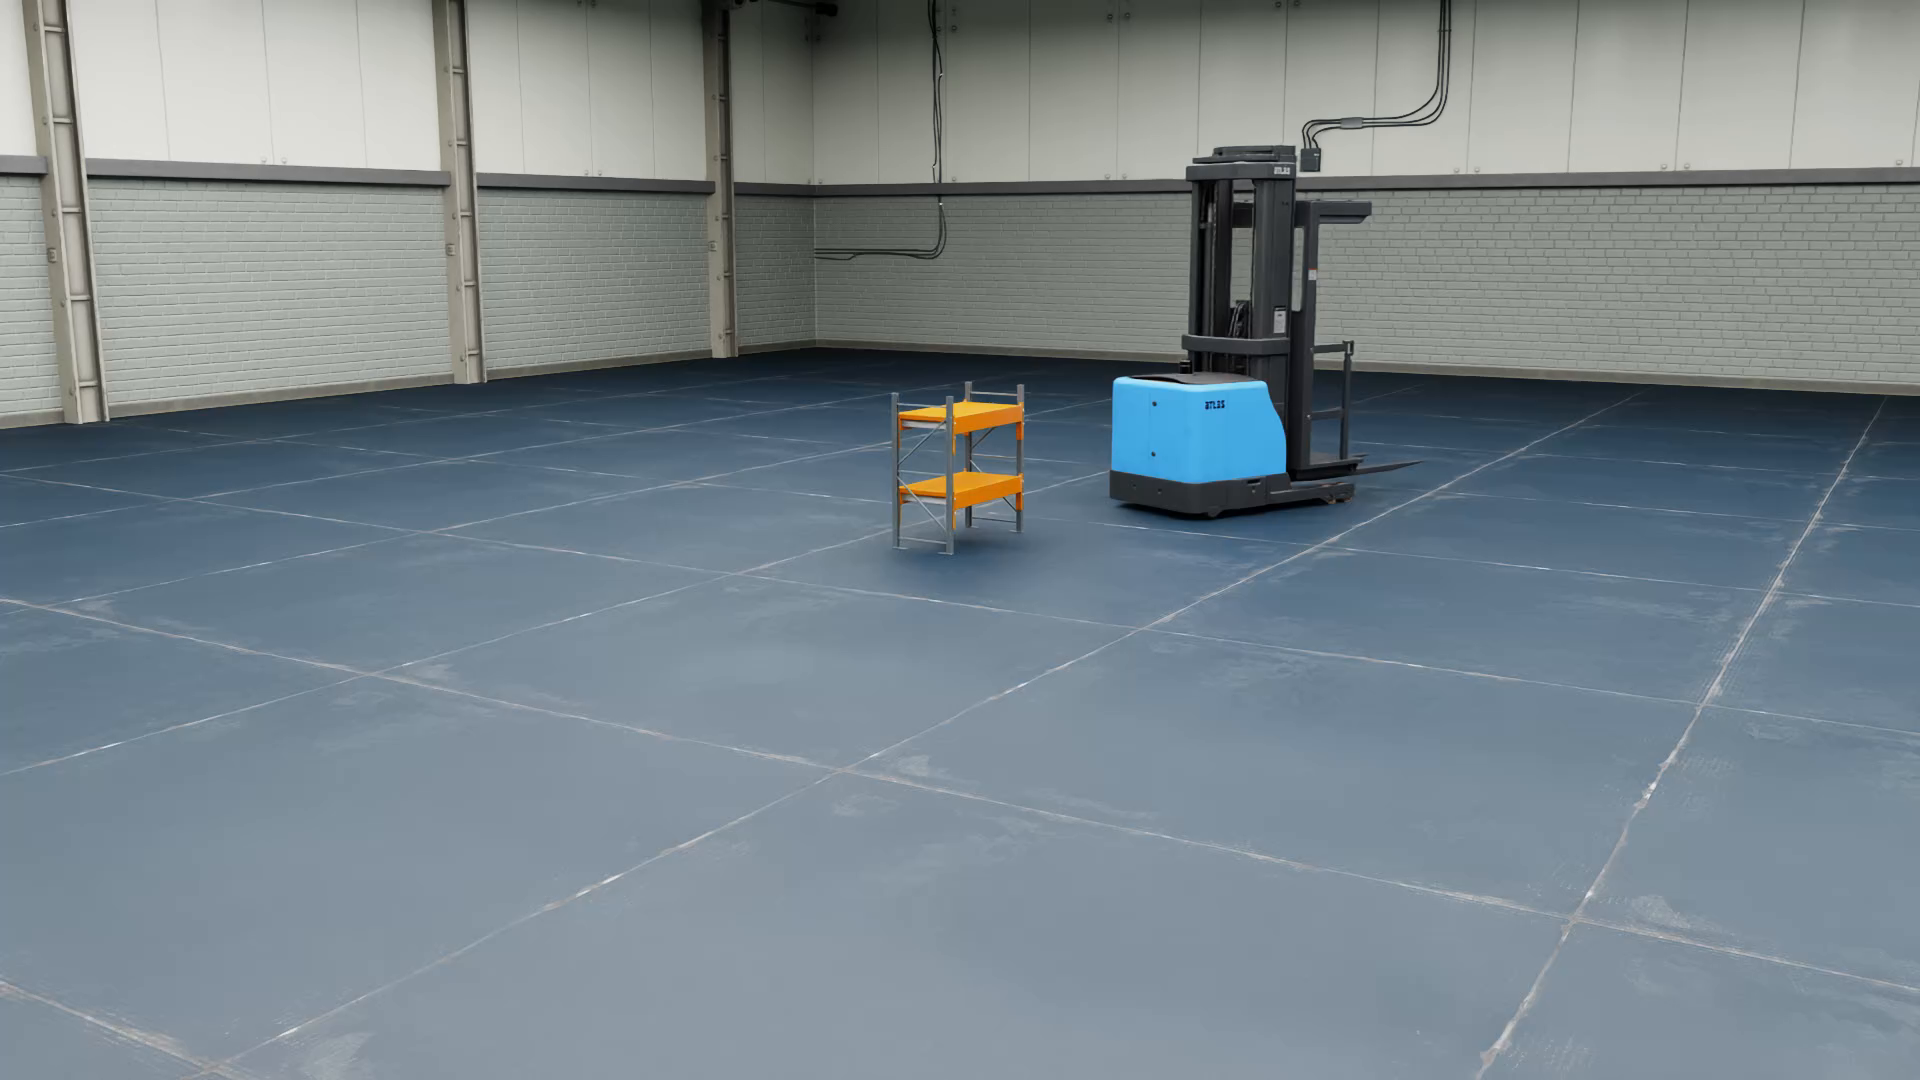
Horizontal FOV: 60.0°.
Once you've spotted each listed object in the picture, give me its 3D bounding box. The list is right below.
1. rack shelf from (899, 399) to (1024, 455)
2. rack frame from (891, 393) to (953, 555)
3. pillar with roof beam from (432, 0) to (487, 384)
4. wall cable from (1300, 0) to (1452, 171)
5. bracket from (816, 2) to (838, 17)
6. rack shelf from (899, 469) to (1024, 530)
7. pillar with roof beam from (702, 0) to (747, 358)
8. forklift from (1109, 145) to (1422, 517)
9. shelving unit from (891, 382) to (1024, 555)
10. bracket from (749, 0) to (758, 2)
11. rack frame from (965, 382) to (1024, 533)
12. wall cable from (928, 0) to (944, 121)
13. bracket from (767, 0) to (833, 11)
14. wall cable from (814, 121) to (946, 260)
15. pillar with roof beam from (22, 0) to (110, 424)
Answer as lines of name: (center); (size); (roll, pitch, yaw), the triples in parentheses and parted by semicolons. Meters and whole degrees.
rack shelf: (-0.004, -0.840, 12.206); (0.538, 0.278, 1.000); (6, 12, 31)
rack frame: (-0.267, -0.472, 11.832); (0.500, 1.125, 0.032); (6, 12, 31)
pillar with roof beam: (-3.686, -6.377, 21.975); (9.100, 9.000, 0.400); (6, 12, 31)
wall cable: (6.515, -8.831, 25.841); (2.305, 6.003, 0.169); (6, 12, 31)
bracket: (-2.501, -9.905, 31.039); (0.235, 0.232, 0.430); (6, 12, 31)
rack shelf: (-0.004, -0.311, 12.304); (0.538, 0.278, 1.000); (6, 12, 31)
pillar with roof beam: (-0.571, -7.320, 27.015); (9.100, 9.000, 0.548); (6, 12, 31)
forklift: (2.734, -1.812, 14.082); (3.031, 2.935, 1.130); (-8, 13, -36)
shelving unit: (-0.004, -0.552, 12.259); (0.538, 1.125, 1.048); (6, 12, 31)
bracket: (-3.732, -9.532, 29.048); (0.235, 0.232, 0.430); (6, 12, 31)
rack frame: (0.260, -0.632, 12.687); (0.500, 1.125, 0.032); (6, 12, 31)
wall cable: (0.721, -8.766, 29.453); (3.097, 2.526, 0.112); (6, 12, 31)
bracket: (-2.808, -9.812, 30.543); (0.076, 0.066, 3.189); (6, 12, 31)
wall cable: (-1.591, -6.542, 31.298); (3.097, 2.526, 0.112); (6, 12, 31)
pillar with roof beam: (-6.801, -5.433, 16.934); (9.100, 9.000, 0.400); (6, 12, 31)
